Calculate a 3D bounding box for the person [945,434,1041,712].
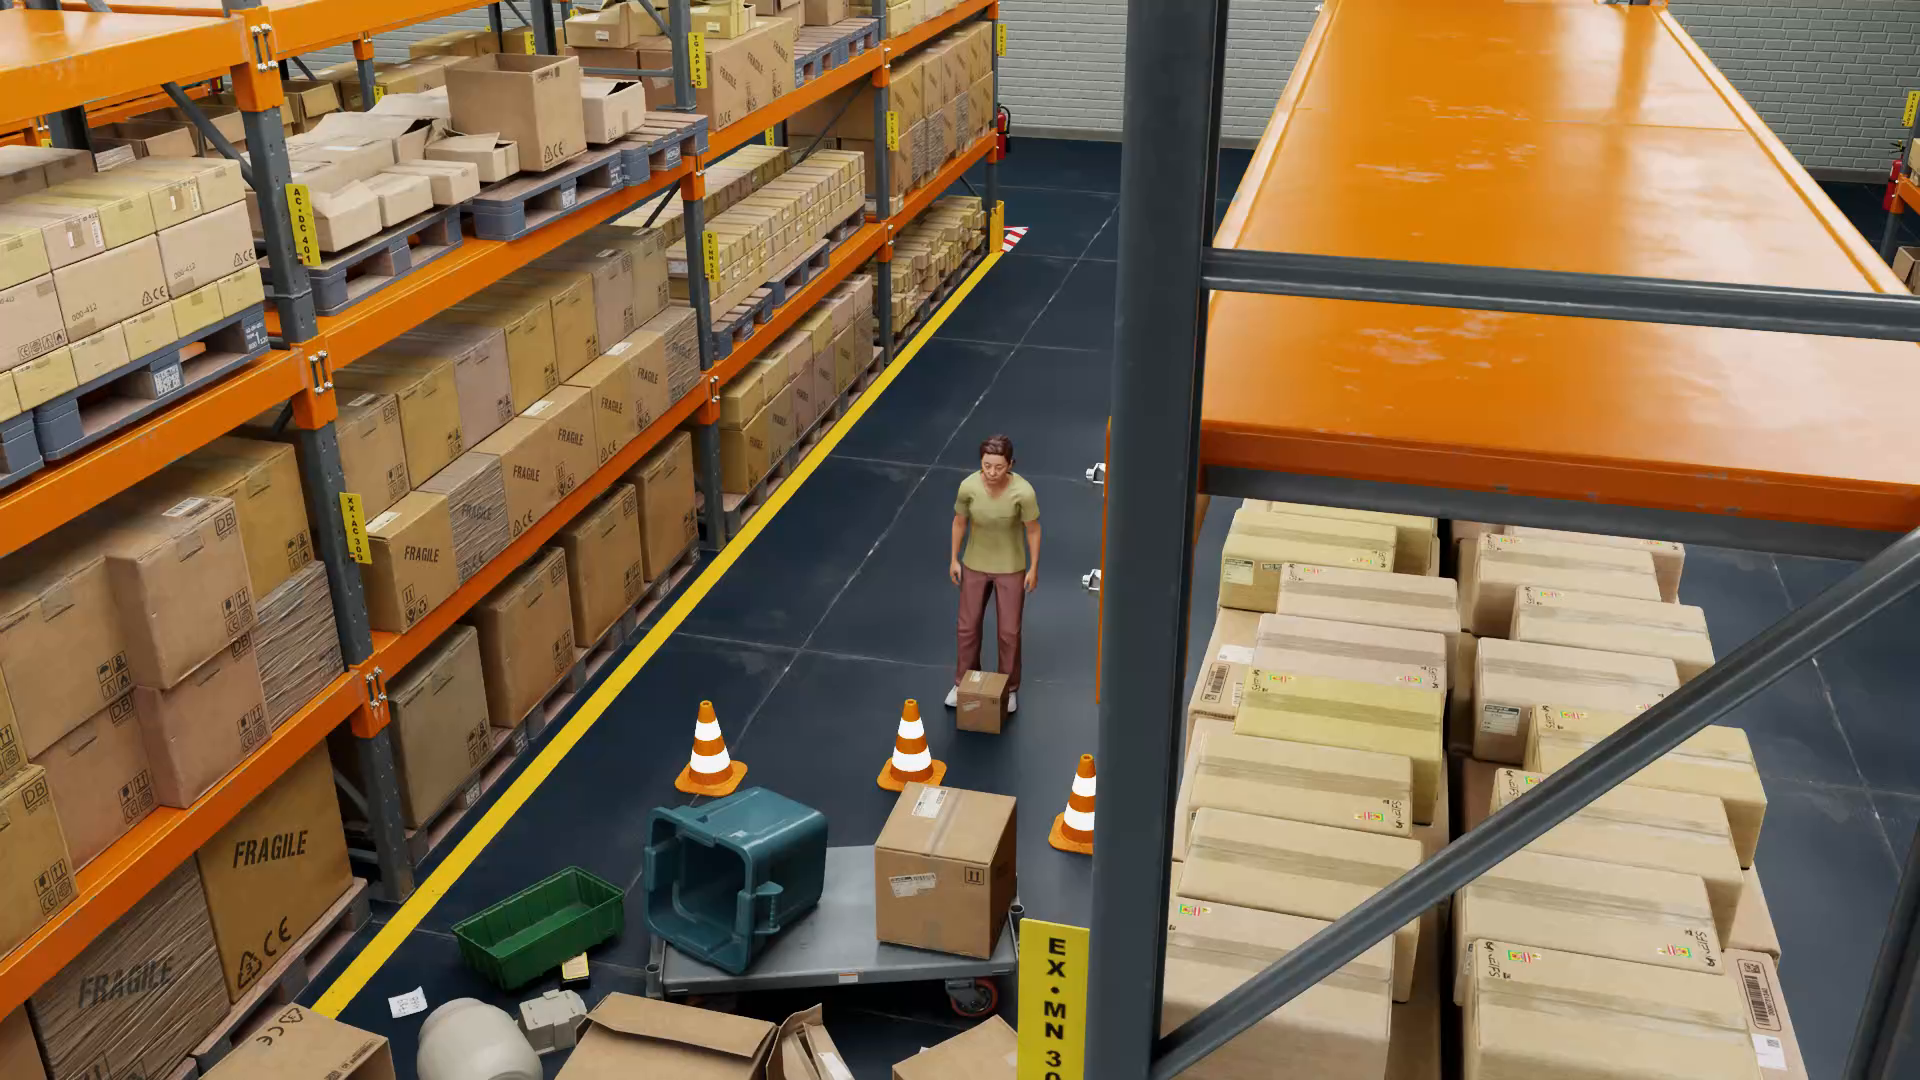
[{"bbox_3d":[0.190,0.171,9.340,0.512,1.673,0.348,6,26,12],"label":"person"}]
